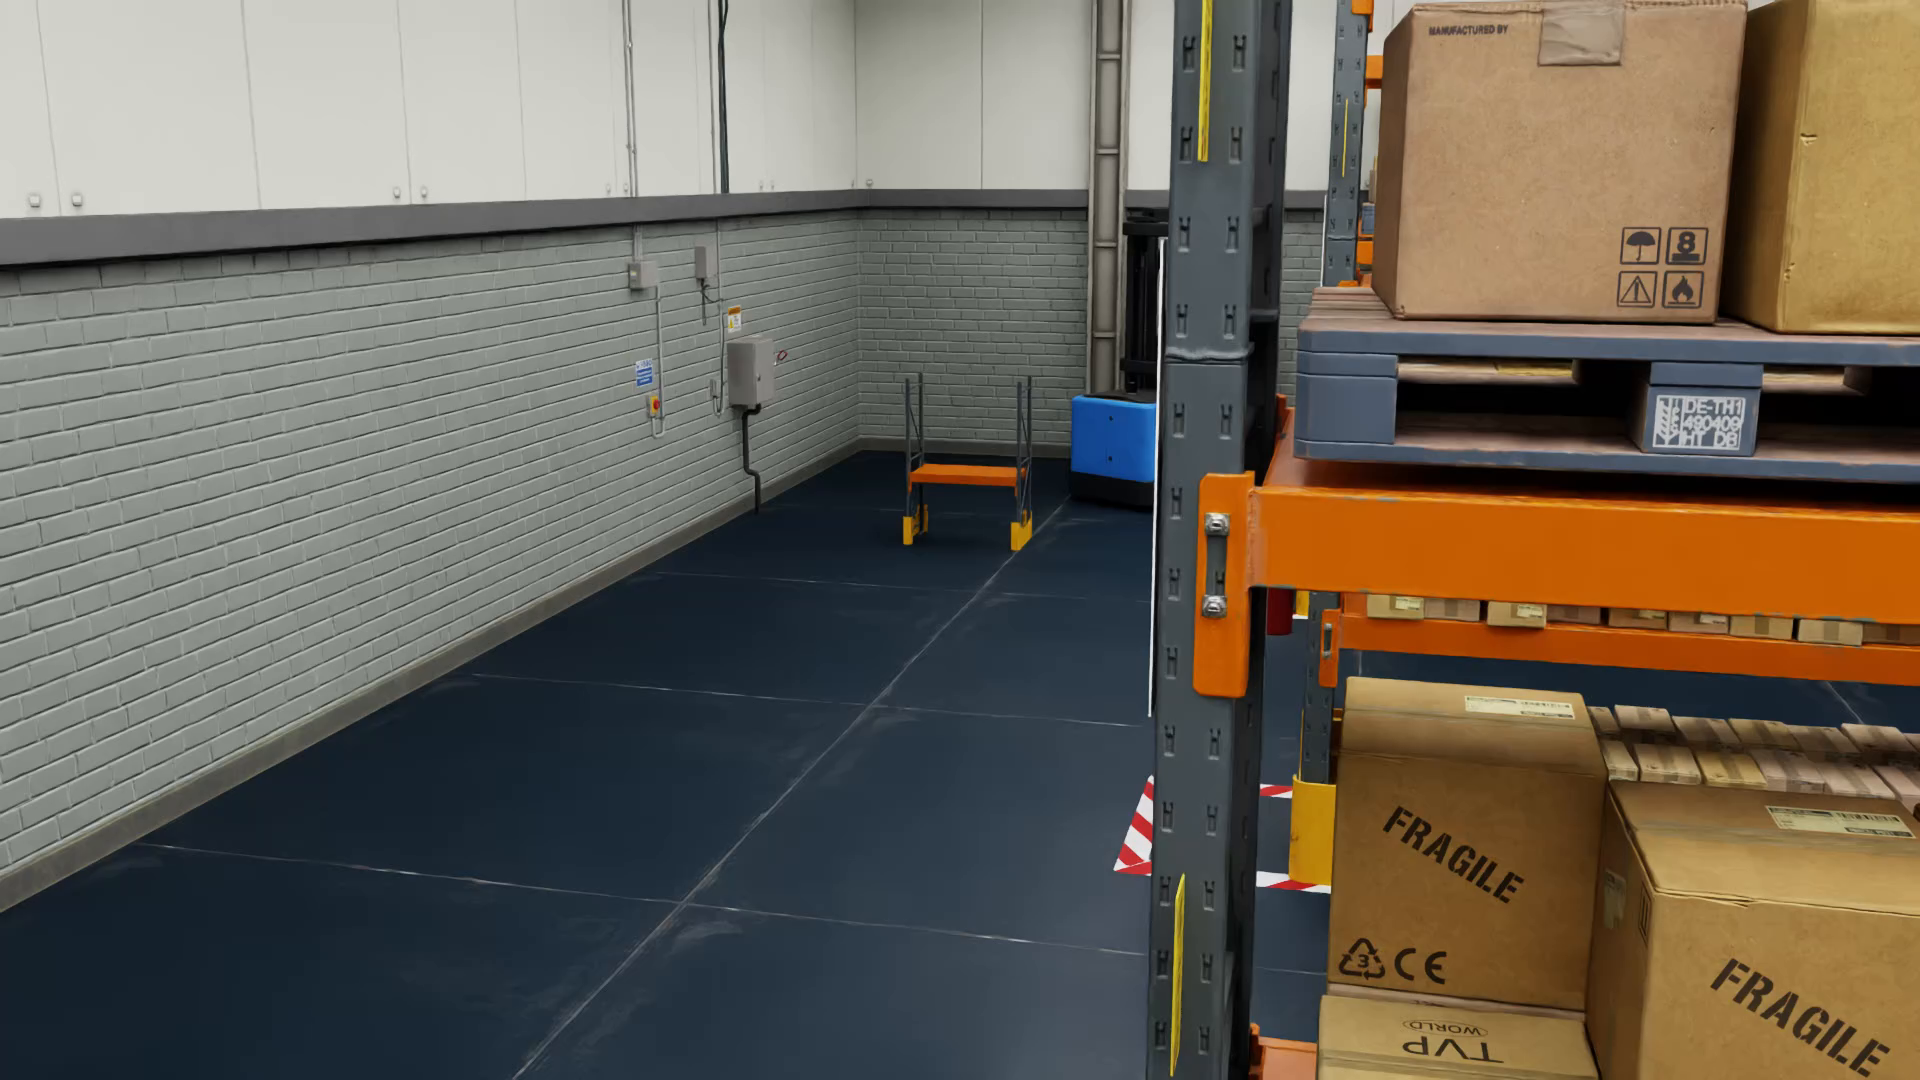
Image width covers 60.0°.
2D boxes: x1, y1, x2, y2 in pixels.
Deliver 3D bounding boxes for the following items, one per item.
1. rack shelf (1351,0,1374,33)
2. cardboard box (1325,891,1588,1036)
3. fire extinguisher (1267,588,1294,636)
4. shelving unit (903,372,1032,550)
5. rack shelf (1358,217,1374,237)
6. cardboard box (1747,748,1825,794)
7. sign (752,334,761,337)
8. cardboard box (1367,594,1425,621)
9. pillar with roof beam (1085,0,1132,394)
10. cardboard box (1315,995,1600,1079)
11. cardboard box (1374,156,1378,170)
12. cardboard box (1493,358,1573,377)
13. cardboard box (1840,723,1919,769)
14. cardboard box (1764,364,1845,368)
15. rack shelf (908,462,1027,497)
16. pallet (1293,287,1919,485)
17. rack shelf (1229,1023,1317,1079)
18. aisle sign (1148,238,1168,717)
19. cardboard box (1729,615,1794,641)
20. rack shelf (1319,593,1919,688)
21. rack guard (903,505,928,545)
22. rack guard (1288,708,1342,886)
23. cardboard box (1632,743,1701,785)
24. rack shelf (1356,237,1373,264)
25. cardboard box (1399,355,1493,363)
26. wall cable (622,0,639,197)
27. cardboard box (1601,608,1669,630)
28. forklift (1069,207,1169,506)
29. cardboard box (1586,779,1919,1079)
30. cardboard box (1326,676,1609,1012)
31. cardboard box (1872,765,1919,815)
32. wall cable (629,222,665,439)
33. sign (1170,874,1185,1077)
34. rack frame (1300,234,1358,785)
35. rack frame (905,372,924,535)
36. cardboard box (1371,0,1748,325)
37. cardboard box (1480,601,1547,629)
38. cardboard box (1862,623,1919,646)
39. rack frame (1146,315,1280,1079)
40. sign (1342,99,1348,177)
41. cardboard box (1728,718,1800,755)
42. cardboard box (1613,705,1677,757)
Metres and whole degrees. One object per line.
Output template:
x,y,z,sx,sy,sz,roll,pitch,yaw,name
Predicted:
3.735,-2.429,7.077,4.000,0.370,1.077,3,13,14,rack shelf
1.041,0.978,3.561,0.500,0.250,0.500,3,13,13,cardboard box
1.659,0.152,8.661,0.183,0.674,0.296,3,13,14,fire extinguisher
0.074,-0.728,15.053,1.083,1.500,0.587,3,13,14,shelving unit
6.009,-3.057,16.822,4.000,0.370,1.077,3,13,14,rack shelf
3.770,1.095,7.613,0.250,0.149,0.380,3,13,14,cardboard box
-2.037,-1.794,16.612,0.001,0.494,0.329,3,13,14,sign
2.029,0.251,7.757,0.250,0.149,0.380,3,13,13,cardboard box
0.634,-4.400,14.292,0.400,9.000,9.100,3,13,14,pillar with roof beam
0.908,1.090,3.054,0.500,0.250,0.500,3,13,12,cardboard box
4.438,-3.752,16.800,0.500,0.250,0.500,3,13,13,cardboard box
2.657,-0.535,7.496,0.500,0.500,0.500,3,13,15,cardboard box
4.395,1.017,7.966,0.250,0.149,0.380,3,13,15,cardboard box
3.810,-0.590,7.741,0.500,0.500,0.500,3,13,12,cardboard box
0.083,-0.552,15.090,1.000,0.185,0.538,3,13,14,rack shelf
1.230,-0.304,2.960,1.213,0.211,1.003,3,13,14,pallet
2.449,1.535,3.049,4.000,0.370,1.077,3,13,14,rack shelf
0.365,-0.129,2.889,0.004,0.787,0.394,3,13,14,aisle sign
3.556,0.321,7.440,0.250,0.149,0.380,4,13,16,cardboard box
3.735,0.498,7.726,4.000,0.370,1.077,3,13,14,rack shelf
-0.409,-0.144,15.305,0.087,0.250,0.587,3,13,14,rack guard
1.867,1.267,8.369,0.348,0.500,1.175,3,13,14,rack guard
3.259,1.079,7.686,0.250,0.149,0.380,4,13,16,cardboard box
4.823,-2.013,12.117,4.000,0.370,1.077,3,13,14,rack shelf
2.297,-0.668,8.093,0.500,0.500,0.500,3,13,12,cardboard box
-2.709,-4.168,13.245,0.029,3.000,0.463,3,13,14,wall cable
3.077,0.285,7.605,0.250,0.149,0.380,3,13,13,cardboard box
2.496,-2.002,17.490,1.130,2.935,3.031,12,17,42,forklift
1.394,0.750,2.856,0.500,0.500,0.500,3,13,12,cardboard box
1.043,0.612,3.476,0.500,0.500,0.500,3,13,14,cardboard box
4.250,1.142,7.400,0.250,0.149,0.380,2,13,11,cardboard box
-2.599,-1.802,14.015,0.123,1.953,0.585,3,13,14,wall cable
0.368,0.736,2.811,0.005,0.325,0.100,3,13,14,sign
1.793,0.043,8.116,0.127,3.000,1.000,3,13,14,rack frame
-0.411,-0.754,15.170,0.032,1.500,0.500,3,13,14,rack frame
1.025,-0.671,2.976,0.500,0.500,0.700,2,13,10,cardboard box
2.535,0.281,7.623,0.250,0.149,0.380,3,13,12,cardboard box
4.072,0.340,7.358,0.250,0.149,0.380,3,13,13,cardboard box
0.507,1.080,3.438,0.127,3.000,1.000,3,13,14,rack frame
1.664,-1.734,7.182,0.005,0.325,0.100,3,13,14,sign
3.881,0.999,8.046,0.250,0.149,0.380,3,13,14,cardboard box
3.390,0.954,8.247,0.250,0.149,0.380,4,13,16,cardboard box
